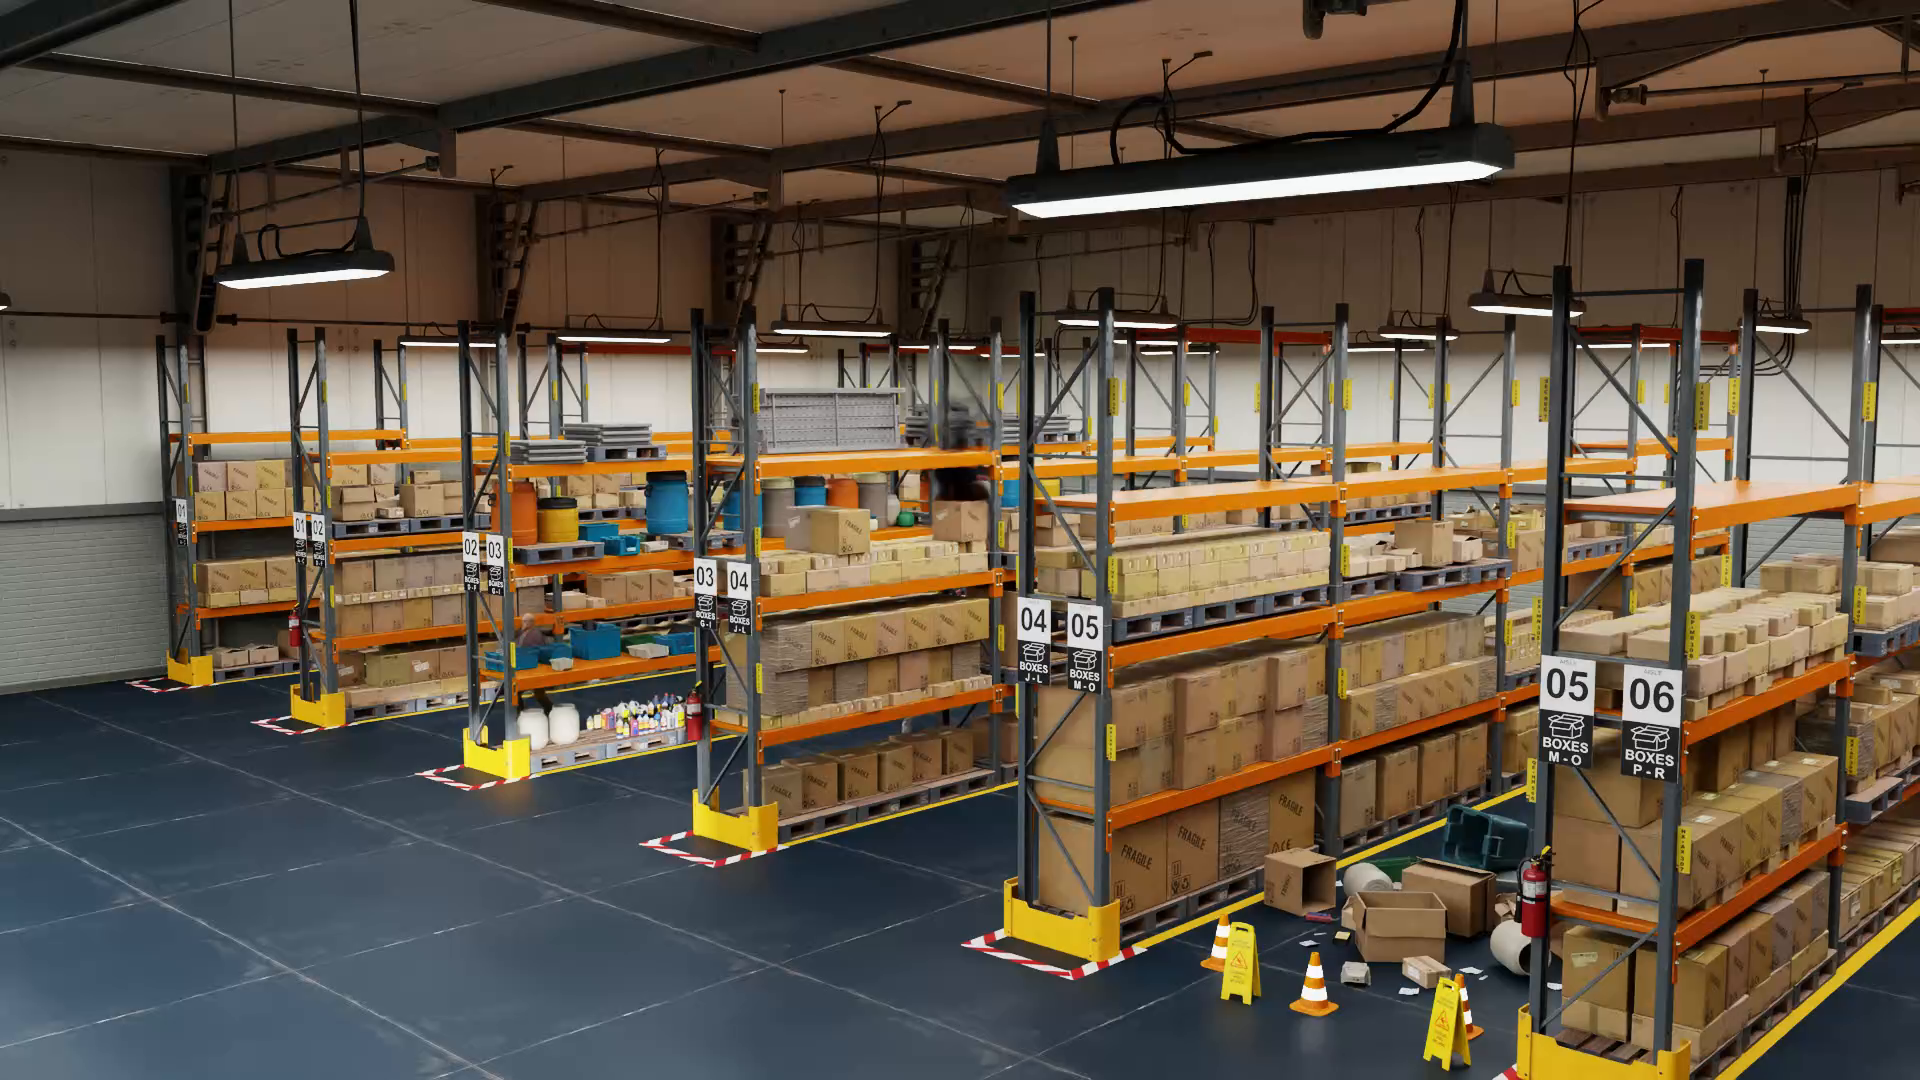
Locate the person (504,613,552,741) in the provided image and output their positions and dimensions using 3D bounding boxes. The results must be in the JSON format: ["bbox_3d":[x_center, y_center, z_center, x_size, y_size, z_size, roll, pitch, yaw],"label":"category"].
[{"bbox_3d":[-6.319,1.975,24.415,0.671,1.835,0.954,3,6,32],"label":"person"}]

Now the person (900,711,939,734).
[{"bbox_3d":[-0.621,2.023,24.120,0.676,1.751,0.887,4,7,38],"label":"person"}]
